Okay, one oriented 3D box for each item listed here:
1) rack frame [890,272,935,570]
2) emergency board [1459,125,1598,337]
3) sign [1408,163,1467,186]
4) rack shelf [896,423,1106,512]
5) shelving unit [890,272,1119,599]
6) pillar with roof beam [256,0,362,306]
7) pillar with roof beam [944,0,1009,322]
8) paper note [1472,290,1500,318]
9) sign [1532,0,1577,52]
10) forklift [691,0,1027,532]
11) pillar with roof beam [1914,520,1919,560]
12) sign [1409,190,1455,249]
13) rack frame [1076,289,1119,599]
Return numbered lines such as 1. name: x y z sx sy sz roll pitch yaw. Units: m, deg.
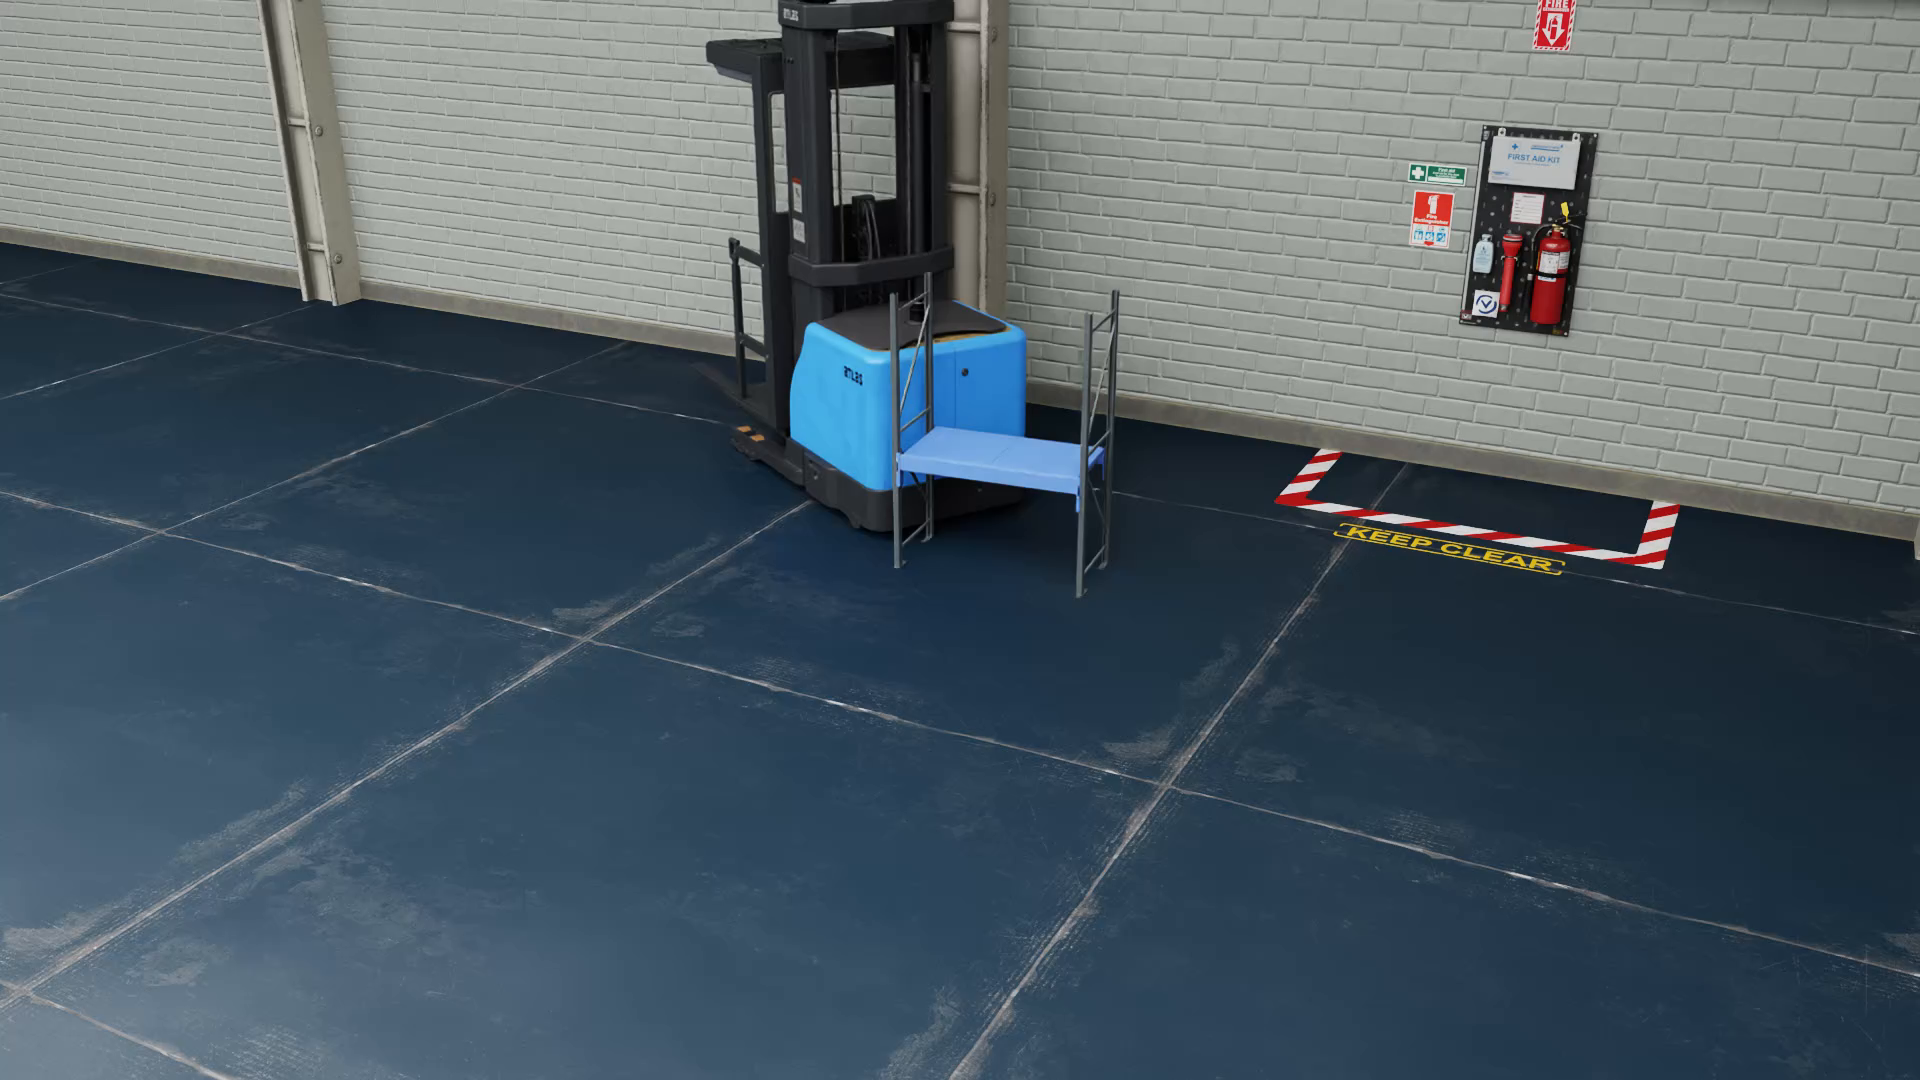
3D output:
1. rack frame: -0.248 -0.625 8.802 0.032 1.500 0.500 9 25 19
2. emergency board: 3.234 -1.746 9.522 0.643 1.169 0.194 11 25 25
3. sign: 2.788 -2.136 9.716 0.331 0.109 0.001 11 25 25
4. rack shelf: 0.226 -0.387 8.704 1.000 0.185 0.538 9 25 19
5. shelving unit: 0.226 -0.553 8.633 1.048 1.500 0.538 9 25 19
6. pillar with roof beam: -7.229 -4.672 8.738 0.400 9.000 9.100 11 25 25
7. pillar with roof beam: -1.874 -3.613 6.246 0.400 9.000 9.100 11 25 25
8. paper note: 3.108 -1.396 9.825 0.142 0.148 0.016 11 25 25
9. sign: 3.272 -2.849 9.153 0.199 0.298 0.001 11 25 25
10. forklift: -0.803 -1.926 10.033 1.130 2.935 3.031 -13 26 -28
11. pillar with roof beam: 3.480 -2.553 3.755 0.400 9.000 9.100 11 25 25
12. sign: 2.787 -1.896 9.829 0.234 0.329 0.001 11 25 25
13. rack frame: 0.700 -0.481 8.464 0.032 1.500 0.500 9 25 19
